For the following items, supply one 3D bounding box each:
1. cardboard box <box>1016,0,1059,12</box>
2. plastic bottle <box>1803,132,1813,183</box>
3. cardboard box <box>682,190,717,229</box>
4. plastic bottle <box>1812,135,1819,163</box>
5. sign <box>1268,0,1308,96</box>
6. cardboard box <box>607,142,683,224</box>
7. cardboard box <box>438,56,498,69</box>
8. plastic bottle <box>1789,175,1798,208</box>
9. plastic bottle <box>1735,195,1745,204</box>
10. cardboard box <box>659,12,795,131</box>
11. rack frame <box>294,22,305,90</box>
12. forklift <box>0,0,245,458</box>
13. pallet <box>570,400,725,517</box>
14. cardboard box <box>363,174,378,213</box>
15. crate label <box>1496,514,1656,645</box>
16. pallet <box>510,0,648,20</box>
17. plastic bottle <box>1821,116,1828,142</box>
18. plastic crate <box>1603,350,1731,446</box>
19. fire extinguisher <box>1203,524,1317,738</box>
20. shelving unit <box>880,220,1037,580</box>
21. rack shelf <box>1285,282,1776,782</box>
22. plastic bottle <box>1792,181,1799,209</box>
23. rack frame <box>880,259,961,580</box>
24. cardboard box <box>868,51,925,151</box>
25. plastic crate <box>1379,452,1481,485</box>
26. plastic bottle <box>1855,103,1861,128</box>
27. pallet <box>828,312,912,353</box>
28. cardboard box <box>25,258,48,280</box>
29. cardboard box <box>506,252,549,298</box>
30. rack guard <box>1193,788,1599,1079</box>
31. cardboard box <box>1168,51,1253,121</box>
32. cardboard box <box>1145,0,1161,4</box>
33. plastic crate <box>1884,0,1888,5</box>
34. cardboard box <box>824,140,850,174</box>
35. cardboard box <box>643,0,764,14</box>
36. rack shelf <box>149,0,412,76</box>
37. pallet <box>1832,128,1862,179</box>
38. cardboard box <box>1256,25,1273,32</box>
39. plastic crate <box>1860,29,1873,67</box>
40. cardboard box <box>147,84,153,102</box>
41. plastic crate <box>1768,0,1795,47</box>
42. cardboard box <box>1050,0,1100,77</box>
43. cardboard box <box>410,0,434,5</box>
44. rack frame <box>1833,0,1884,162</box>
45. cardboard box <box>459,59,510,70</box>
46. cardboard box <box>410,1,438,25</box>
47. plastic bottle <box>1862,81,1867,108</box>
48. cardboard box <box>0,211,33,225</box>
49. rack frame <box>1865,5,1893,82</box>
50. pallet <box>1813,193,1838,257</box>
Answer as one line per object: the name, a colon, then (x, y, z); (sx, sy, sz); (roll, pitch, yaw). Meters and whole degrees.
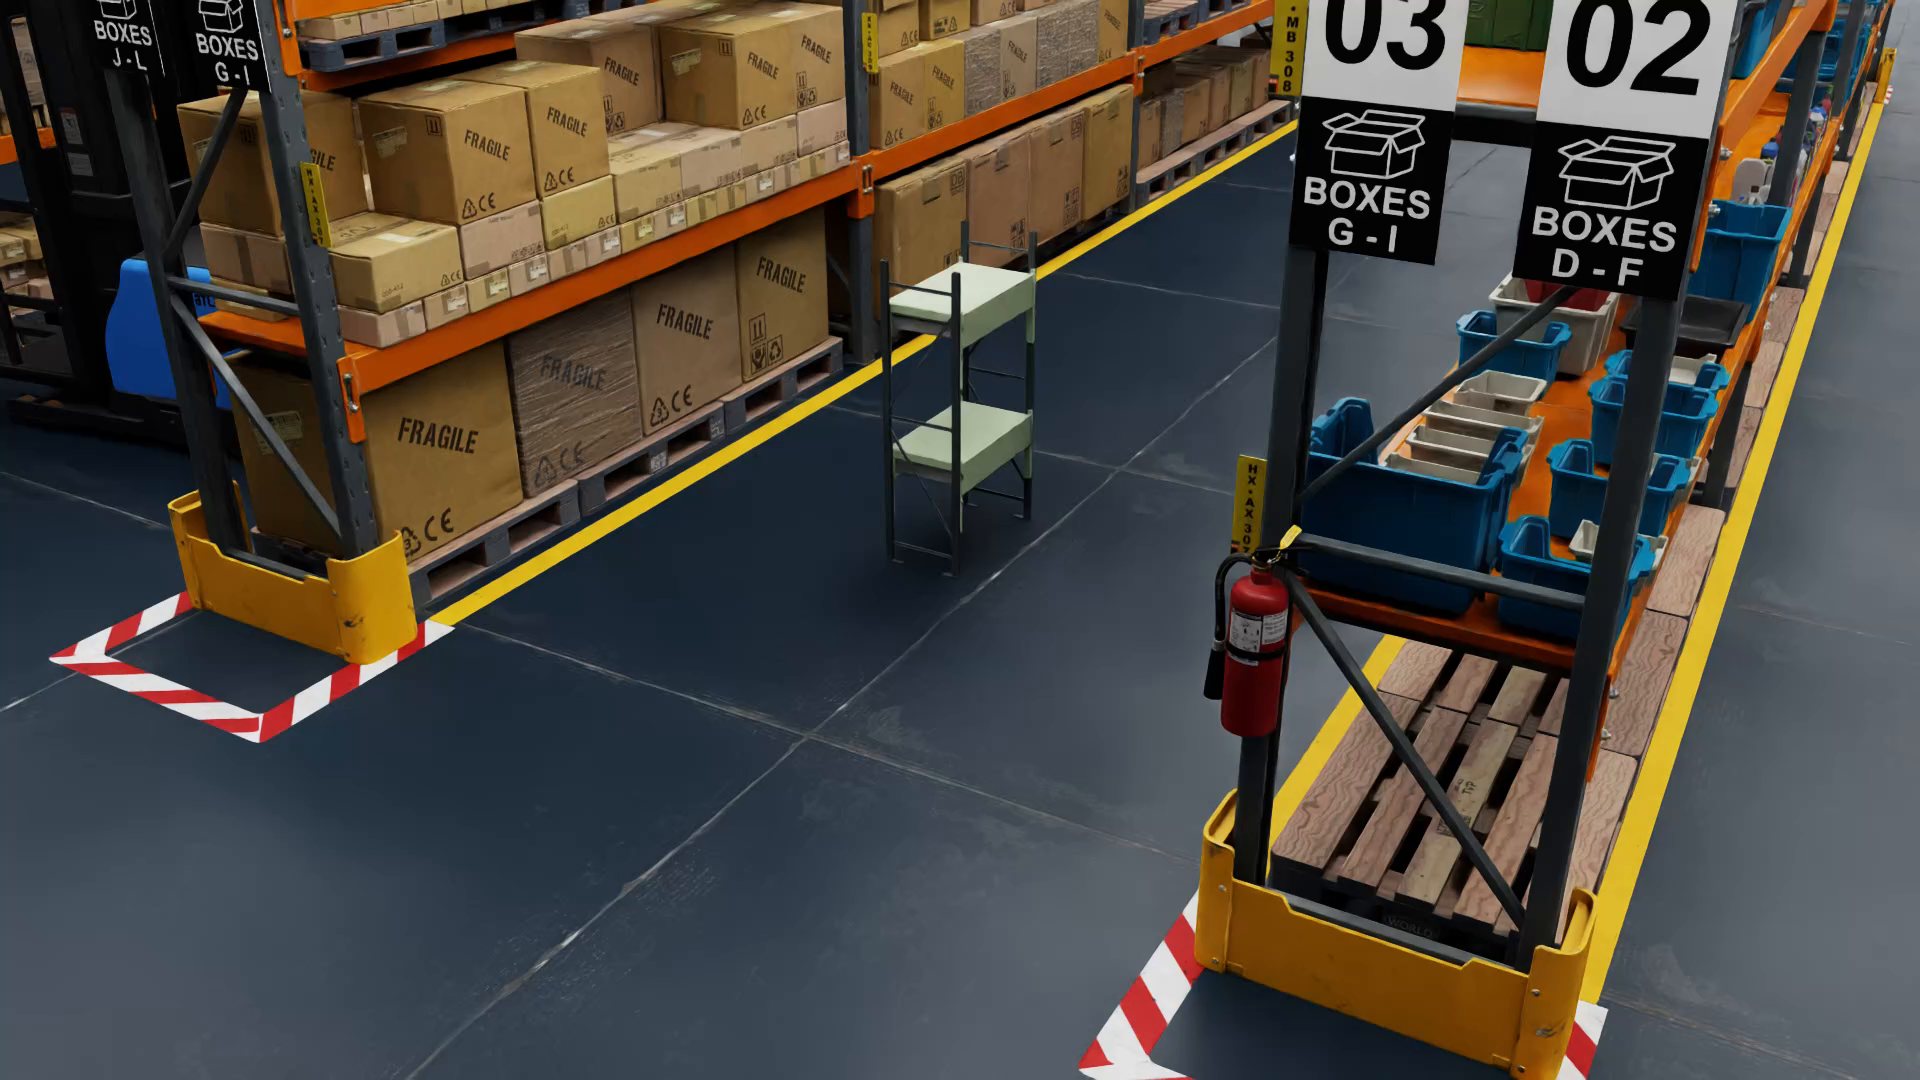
cardboard box: (0.270, -4.072, 11.800); (0.797, 0.503, 0.637); (15, 30, 27)
plastic bottle: (4.732, -2.149, 9.323); (0.061, 0.283, 0.133); (14, 30, 26)
cardboard box: (-1.498, -1.750, 8.675); (0.380, 0.149, 0.250); (14, 30, 25)
plastic bottle: (4.977, -2.323, 9.762); (0.097, 0.201, 0.097); (0, 27, 0)
sign: (0.856, -1.314, 4.290); (0.100, 0.325, 0.005); (14, 30, 26)
cardboard box: (-1.746, -1.792, 8.315); (0.500, 0.250, 0.500); (14, 30, 25)
cardboard box: (-4.356, -4.047, 14.469); (0.500, 0.250, 0.500); (14, 30, 26)
plastic bottle: (4.299, -1.806, 8.638); (0.061, 0.283, 0.133); (14, 30, 26)
plastic bottle: (3.932, -1.634, 8.385); (0.097, 0.201, 0.097); (0, 27, 0)
cardboard box: (-1.245, -2.523, 8.937); (0.500, 0.500, 0.500); (15, 30, 27)
rack frame: (-5.270, -3.686, 12.262); (1.000, 3.000, 0.127); (14, 30, 26)
forklift: (-4.930, -2.153, 9.277); (3.031, 2.935, 1.130); (10, 28, 19)
pallet: (-2.043, -0.551, 9.115); (1.003, 0.211, 1.213); (14, 30, 26)
cardboard box: (-2.712, -1.506, 7.743); (0.500, 0.250, 0.500); (14, 30, 25)
crate label: (1.751, 0.120, 4.780); (0.416, 0.233, 0.303); (14, 30, 26)
pallet: (-3.560, -4.858, 14.817); (1.213, 0.211, 1.003); (14, 30, 26)
plastic bottle: (5.265, -2.551, 10.217); (0.097, 0.201, 0.097); (0, 27, 0)
plastic crate: (2.546, -0.510, 6.039); (0.416, 0.233, 0.300); (14, 30, 26)
fire extinguisher: (0.873, 0.255, 4.892); (0.296, 0.674, 0.183); (14, 30, 26)
shelving unit: (0.003, -0.673, 7.919); (0.431, 1.500, 0.755); (14, 30, 26)
rack shelf: (2.327, -0.362, 6.427); (1.077, 0.370, 4.000); (14, 30, 26)
plastic bottle: (4.407, -1.871, 8.859); (0.097, 0.201, 0.097); (0, 27, 0)
rack frame: (-0.177, -0.531, 7.635); (0.400, 1.500, 0.023); (14, 30, 26)
cardboard box: (-0.558, -2.723, 10.227); (0.500, 0.500, 0.500); (14, 30, 26)
plastic crate: (1.587, -0.171, 5.469); (0.396, 0.136, 0.243); (14, 30, 26)
plastic bottle: (8.215, -3.915, 15.263); (0.061, 0.283, 0.133); (16, 31, 28)
pallet: (-0.687, -1.625, 11.259); (1.003, 0.211, 1.213); (14, 30, 26)
cardboard box: (-6.163, -1.845, 10.968); (0.380, 0.149, 0.250); (16, 31, 29)
cardboard box: (-2.129, -1.251, 7.678); (0.380, 0.149, 0.250); (14, 30, 25)
rack guard: (1.342, 1.225, 5.244); (1.175, 0.500, 0.348); (14, 30, 26)
cardboard box: (2.362, -4.335, 15.859); (0.700, 0.500, 0.500); (14, 30, 26)
cardboard box: (1.385, -4.804, 13.916); (0.700, 0.500, 0.500); (19, 32, 33)
plastic crate: (8.160, -4.953, 15.031); (0.450, 0.188, 0.662); (14, 30, 26)
cardboard box: (-0.866, -2.251, 9.676); (0.380, 0.149, 0.250); (14, 30, 26)
cardboard box: (-1.460, -2.825, 9.540); (0.500, 0.500, 0.500); (14, 30, 26)
rack shelf: (-1.985, -2.794, 7.934); (1.077, 0.370, 4.000); (14, 30, 26)
pallet: (7.613, -3.587, 15.180); (1.003, 0.211, 1.213); (14, 30, 26)
cardboard box: (3.441, -5.114, 17.438); (0.500, 0.500, 0.500); (-22, 34, -37)
plastic crate: (6.635, -3.746, 12.618); (0.450, 0.188, 0.662); (14, 30, 26)
cardboard box: (-5.609, -3.110, 11.392); (0.380, 0.149, 0.250); (13, 30, 25)
plastic crate: (2.334, -1.753, 5.119); (0.504, 0.338, 0.767); (14, 30, 26)
cardboard box: (0.689, -3.718, 12.214); (0.500, 0.500, 0.500); (14, 30, 26)
cardboard box: (-4.296, -4.250, 12.868); (0.380, 0.149, 0.250); (13, 29, 24)
rack frame: (7.246, -4.581, 14.051); (1.000, 3.000, 0.127); (14, 30, 26)
cardboard box: (-3.913, -3.932, 14.239); (0.500, 0.250, 0.500); (15, 30, 27)
cardboard box: (-4.294, -4.117, 12.935); (0.380, 0.149, 0.250); (15, 30, 27)
plastic bottle: (8.651, -4.260, 15.953); (0.061, 0.283, 0.133); (15, 30, 27)
cardboard box: (-6.411, -2.173, 11.290); (0.380, 0.149, 0.250); (14, 30, 26)
rack frame: (9.214, -6.140, 17.165); (1.000, 3.000, 0.127); (14, 30, 26)
pallet: (6.295, -2.542, 13.093); (1.003, 0.211, 1.213); (14, 30, 26)
